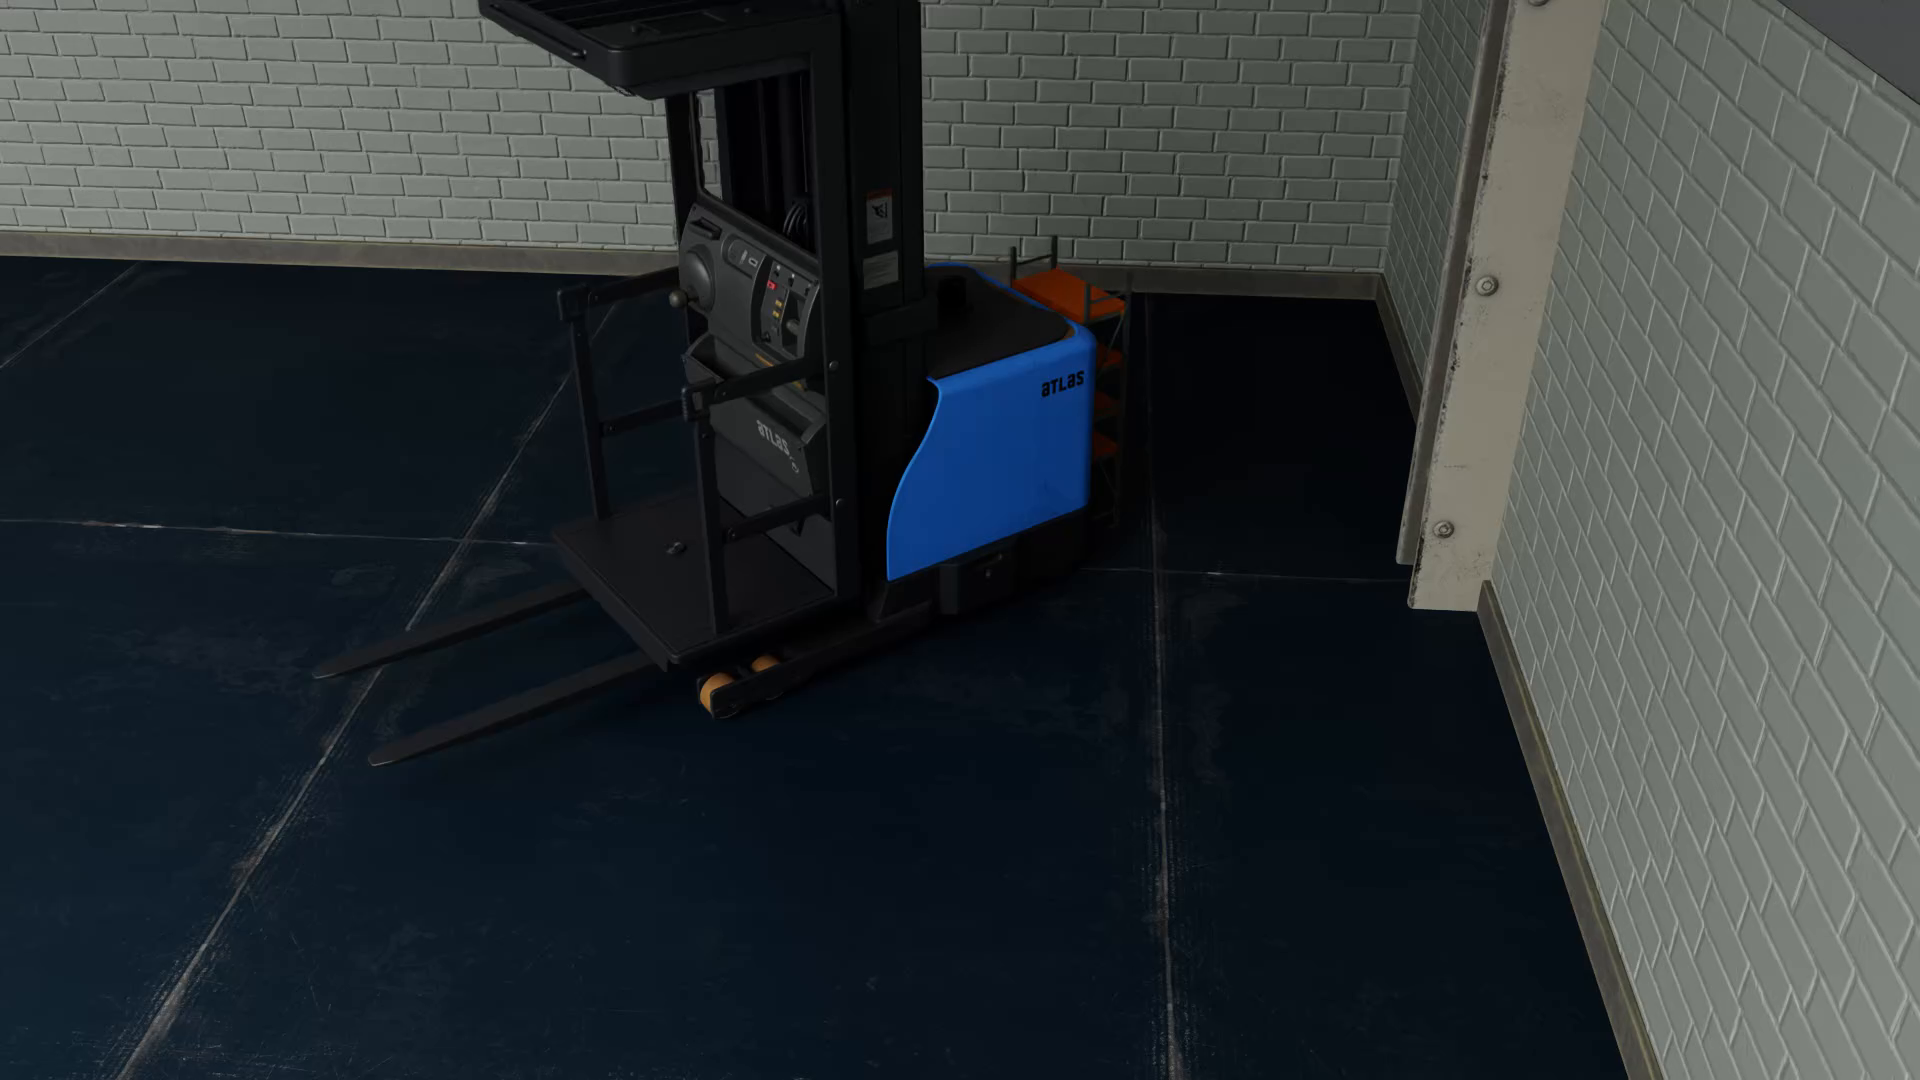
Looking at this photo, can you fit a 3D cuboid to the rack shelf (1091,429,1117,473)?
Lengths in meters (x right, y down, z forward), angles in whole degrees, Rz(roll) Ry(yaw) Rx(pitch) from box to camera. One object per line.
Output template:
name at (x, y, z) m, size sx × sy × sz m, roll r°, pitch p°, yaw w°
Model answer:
rack shelf at (0.455, -0.416, 7.288) m, size 0.258 × 0.148 × 0.480 m, roll -21°, pitch 37°, yaw -30°

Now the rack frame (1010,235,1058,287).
rack frame at (0.313, -0.747, 7.317) m, size 0.240 × 1.200 × 0.015 m, roll -21°, pitch 37°, yaw -30°

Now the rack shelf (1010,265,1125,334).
rack shelf at (0.455, -0.977, 6.943) m, size 0.258 × 0.148 × 0.480 m, roll -21°, pitch 37°, yaw -30°

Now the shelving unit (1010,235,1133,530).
shelving unit at (0.455, -0.643, 7.149) m, size 0.258 × 1.200 × 0.503 m, roll -21°, pitch 37°, yaw -30°

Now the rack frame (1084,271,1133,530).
rack frame at (0.597, -0.538, 6.980) m, size 0.240 × 1.200 × 0.015 m, roll -21°, pitch 37°, yaw -30°

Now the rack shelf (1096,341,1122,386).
rack shelf at (0.455, -0.776, 7.067) m, size 0.258 × 0.148 × 0.480 m, roll -21°, pitch 37°, yaw -30°

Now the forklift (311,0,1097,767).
forklift at (-0.939, -0.902, 5.919) m, size 3.031 × 2.935 × 1.130 m, roll -21°, pitch 37°, yaw -30°

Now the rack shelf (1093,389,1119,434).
rack shelf at (0.455, -0.585, 7.184) m, size 0.258 × 0.148 × 0.480 m, roll -21°, pitch 37°, yaw -30°

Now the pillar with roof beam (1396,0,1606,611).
pillar with roof beam at (-2.285, -3.833, 4.893) m, size 9.100 × 9.000 × 0.400 m, roll 2°, pitch 32°, yaw 4°
